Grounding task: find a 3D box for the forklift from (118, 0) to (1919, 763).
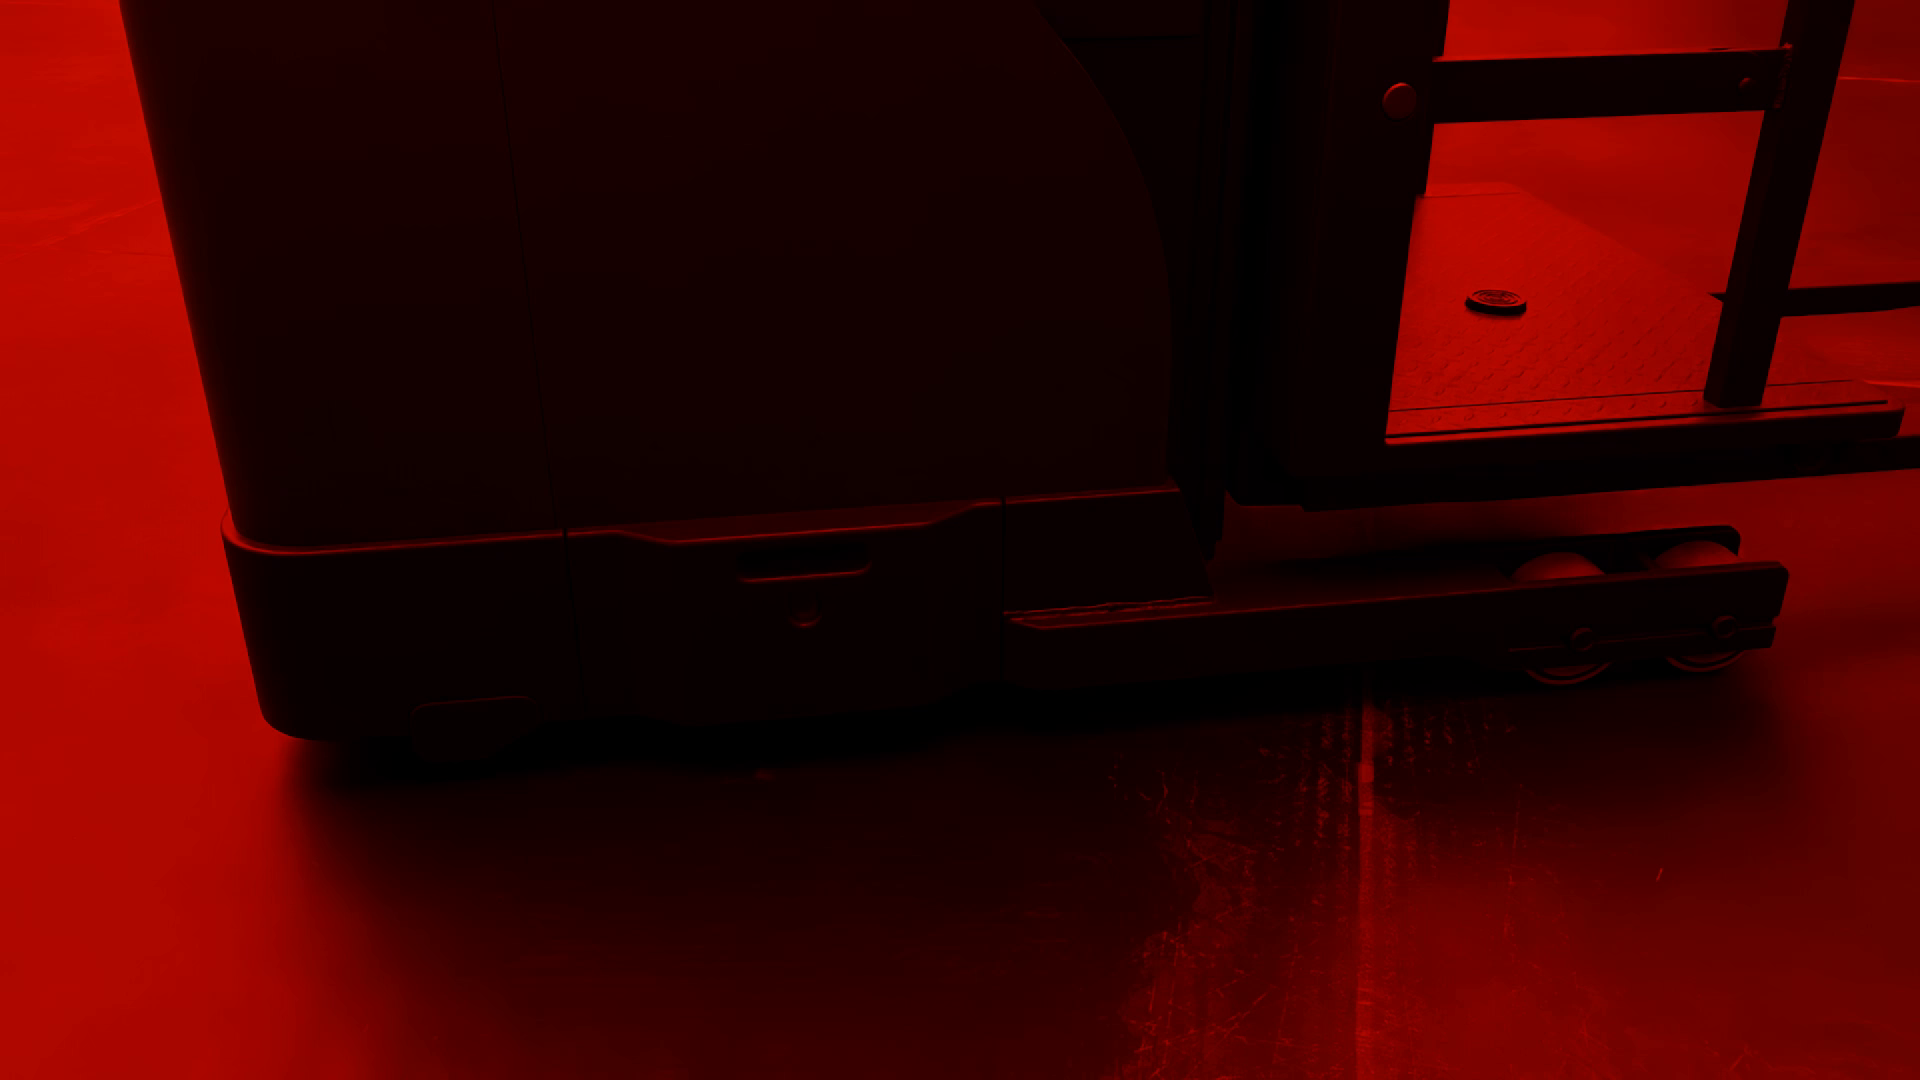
[{"bbox_3d":[0.600,-1.354,1.930,3.031,2.935,1.130,-4,27,-9],"label":"forklift"}]
